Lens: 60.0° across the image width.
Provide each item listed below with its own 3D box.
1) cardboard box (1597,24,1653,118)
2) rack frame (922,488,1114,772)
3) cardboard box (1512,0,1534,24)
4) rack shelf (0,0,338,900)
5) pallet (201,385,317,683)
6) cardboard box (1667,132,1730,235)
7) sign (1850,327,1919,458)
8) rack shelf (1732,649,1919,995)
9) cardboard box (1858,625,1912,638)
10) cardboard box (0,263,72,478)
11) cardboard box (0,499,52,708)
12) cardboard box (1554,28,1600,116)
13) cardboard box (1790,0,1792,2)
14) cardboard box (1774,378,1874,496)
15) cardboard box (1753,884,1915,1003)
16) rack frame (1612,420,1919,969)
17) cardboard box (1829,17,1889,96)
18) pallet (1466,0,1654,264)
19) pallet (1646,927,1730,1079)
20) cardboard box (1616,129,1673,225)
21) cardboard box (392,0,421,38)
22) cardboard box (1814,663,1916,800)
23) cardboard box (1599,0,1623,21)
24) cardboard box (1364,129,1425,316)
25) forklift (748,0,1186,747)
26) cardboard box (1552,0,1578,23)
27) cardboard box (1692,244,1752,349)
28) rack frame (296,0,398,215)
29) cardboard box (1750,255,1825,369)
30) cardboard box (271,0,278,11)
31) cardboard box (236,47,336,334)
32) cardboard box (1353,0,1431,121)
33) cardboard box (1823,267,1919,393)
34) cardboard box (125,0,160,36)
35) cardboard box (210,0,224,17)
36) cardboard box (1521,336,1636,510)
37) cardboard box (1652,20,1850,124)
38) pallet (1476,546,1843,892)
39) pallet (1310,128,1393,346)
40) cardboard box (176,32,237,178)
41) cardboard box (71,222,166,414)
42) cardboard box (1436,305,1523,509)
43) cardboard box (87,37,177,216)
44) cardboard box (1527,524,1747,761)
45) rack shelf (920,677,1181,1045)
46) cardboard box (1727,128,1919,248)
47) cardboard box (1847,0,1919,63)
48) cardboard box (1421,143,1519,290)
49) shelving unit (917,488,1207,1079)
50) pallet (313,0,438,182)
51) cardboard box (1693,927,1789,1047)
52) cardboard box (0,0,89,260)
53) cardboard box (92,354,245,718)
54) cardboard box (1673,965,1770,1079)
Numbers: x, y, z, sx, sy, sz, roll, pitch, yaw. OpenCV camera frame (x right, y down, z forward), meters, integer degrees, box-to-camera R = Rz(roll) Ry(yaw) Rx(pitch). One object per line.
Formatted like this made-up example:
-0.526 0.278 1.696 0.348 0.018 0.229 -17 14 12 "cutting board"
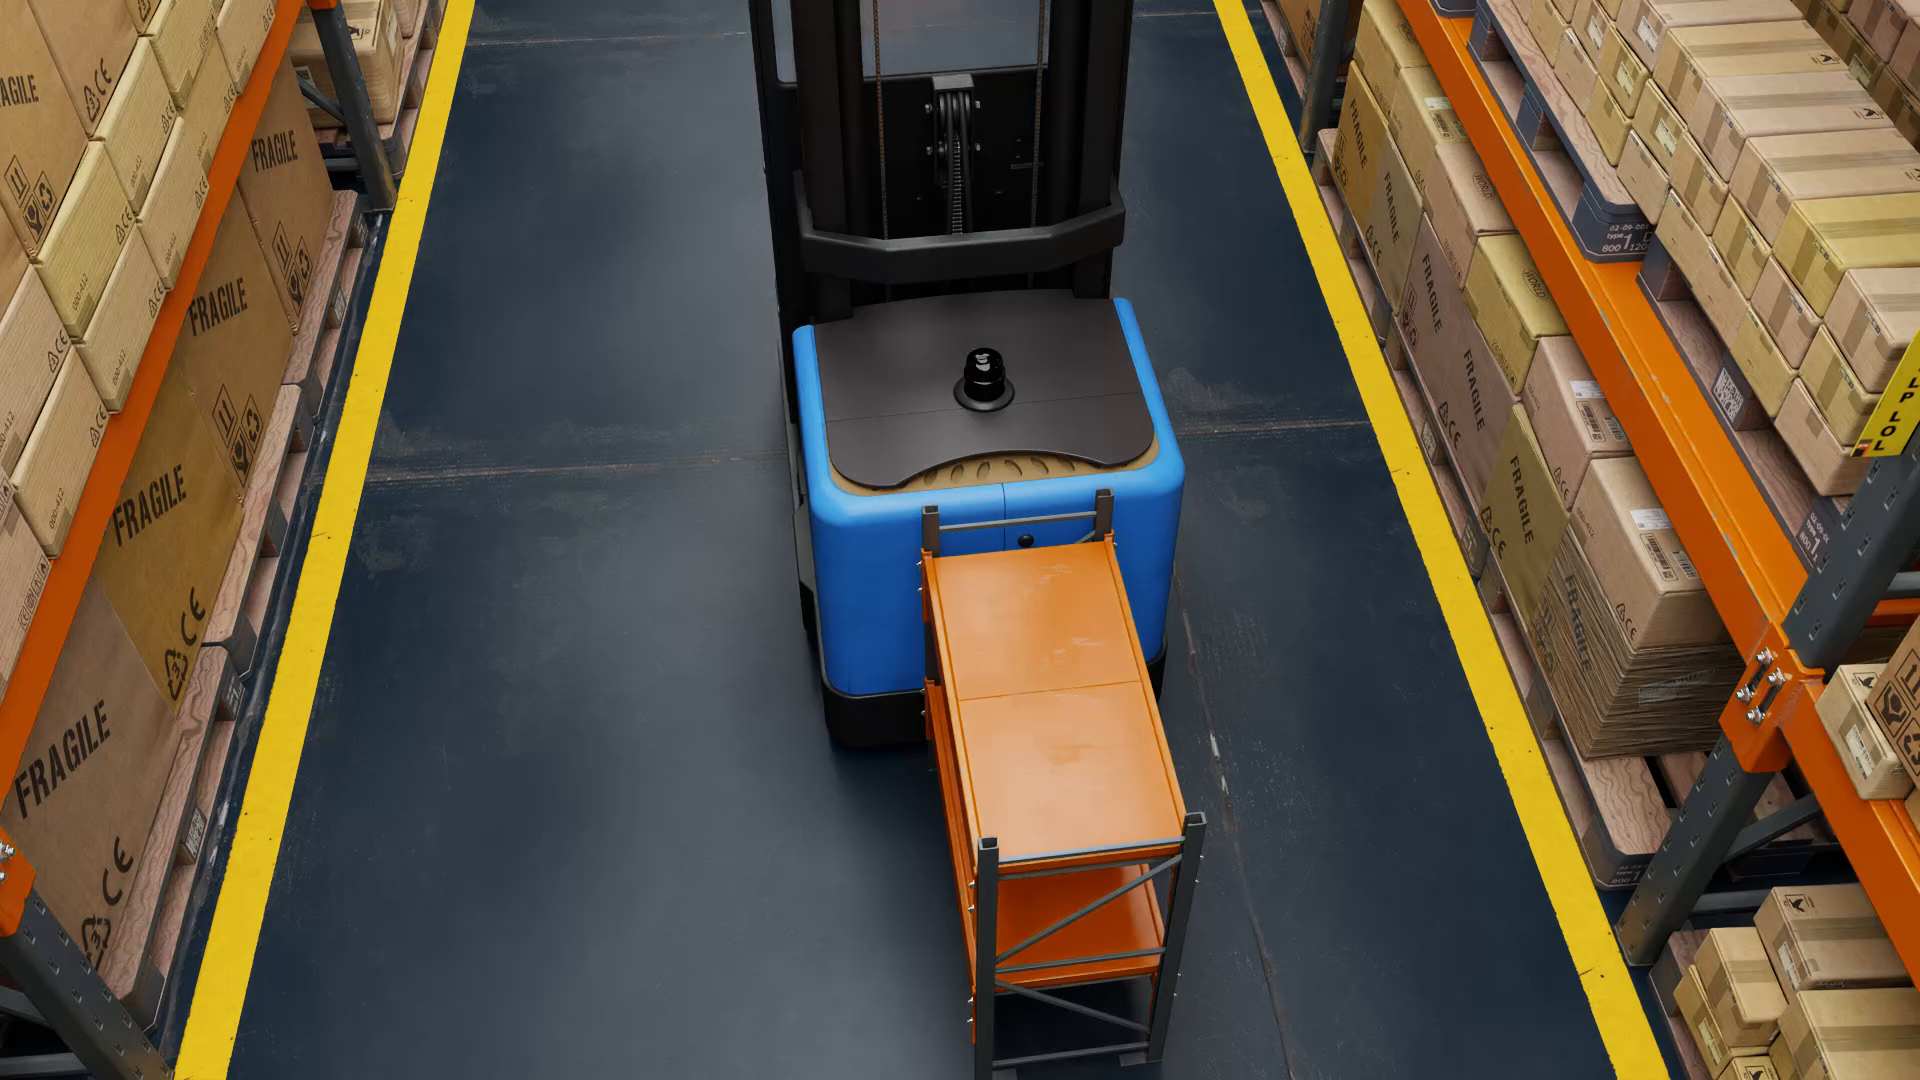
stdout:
2.006 -1.306 4.600 0.380 0.149 0.250 -3 47 -3 "cardboard box"
0.150 0.285 4.705 0.500 1.125 0.032 -6 47 -5 "rack frame"
1.946 -1.755 5.230 0.380 0.149 0.250 -2 47 -2 "cardboard box"
-2.741 -0.742 4.882 1.077 0.370 4.000 -3 47 -3 "rack shelf"
-2.819 -0.022 5.625 1.003 0.211 1.213 -3 47 -3 "pallet"
2.052 -0.920 4.234 0.380 0.149 0.250 -5 47 -5 "cardboard box"
1.797 -0.278 3.150 0.100 0.325 0.005 -3 47 -3 "sign"
2.518 1.778 2.495 1.077 0.370 4.000 -3 47 -3 "rack shelf"
2.552 -0.009 4.609 0.500 0.250 0.500 -5 47 -5 "cardboard box"
-2.402 -0.373 3.797 0.500 0.250 0.500 -3 47 -3 "cardboard box"
-2.348 0.175 3.621 0.500 0.250 0.500 -4 47 -4 "cardboard box"
1.985 -1.385 4.879 0.380 0.149 0.250 -5 47 -5 "cardboard box"
2.621 -1.707 4.980 0.380 0.149 0.250 -2 47 -2 "cardboard box"
2.120 -0.249 3.804 0.380 0.149 0.250 -4 47 -4 "cardboard box"
2.173 0.977 4.023 0.380 0.149 0.250 -2 47 -2 "cardboard box"
2.350 0.084 3.604 1.000 3.000 0.127 -3 47 -3 "rack frame"
2.661 -1.338 4.630 0.380 0.149 0.250 -4 47 -4 "cardboard box"
2.222 -1.314 5.061 1.003 0.211 1.213 -3 47 -3 "pallet"
2.442 1.527 4.159 1.003 0.211 1.213 -3 47 -3 "pallet"
2.029 -1.000 4.515 0.380 0.149 0.250 -5 47 -5 "cardboard box"
-3.016 -2.620 7.686 0.950 0.372 0.625 -4 47 -4 "cardboard box"
2.048 0.395 3.483 0.380 0.149 0.250 -2 47 -2 "cardboard box"
1.990 -1.595 4.669 0.380 0.149 0.250 -4 47 -4 "cardboard box"
1.866 -1.204 6.257 0.500 0.500 0.500 -3 47 -3 "cardboard box"
-0.086 -1.460 5.114 1.130 2.935 3.031 -6 47 -5 "forklift"
1.965 -1.677 4.951 0.380 0.149 0.250 -4 47 -4 "cardboard box"
2.078 -0.618 4.153 0.380 0.149 0.250 -4 47 -3 "cardboard box"
-2.909 -2.436 5.991 1.000 3.000 0.127 -3 47 -3 "rack frame"
2.097 -0.543 3.877 0.380 0.149 0.250 -3 47 -3 "cardboard box"
-2.608 -2.034 5.714 0.500 0.250 0.500 -5 47 -5 "cardboard box"
-2.934 -1.345 6.132 0.875 0.875 0.875 -4 47 -4 "cardboard box"
1.832 -1.839 6.342 0.500 0.250 0.500 -5 47 -5 "cardboard box"
2.122 -0.457 3.591 0.380 0.149 0.250 -2 47 -1 "cardboard box"
-2.519 -1.726 4.561 0.500 0.500 0.500 -3 47 -3 "cardboard box"
-2.569 -1.851 5.196 0.500 0.250 0.500 -5 47 -4 "cardboard box"
2.006 -0.355 4.936 0.500 0.250 0.500 -1 47 -1 "cardboard box"
2.040 -1.207 4.301 0.380 0.149 0.250 -5 47 -5 "cardboard box"
2.284 0.480 5.150 1.003 0.211 1.213 -3 47 -3 "pallet"
2.079 -1.286 6.822 1.003 0.211 1.213 -3 47 -3 "pallet"
-2.523 -1.300 5.019 0.500 0.250 0.500 -4 47 -4 "cardboard box"
-2.420 -0.571 4.328 0.500 0.250 0.500 -4 47 -4 "cardboard box"
1.956 -0.464 5.555 0.500 0.500 0.500 -4 47 -4 "cardboard box"
-2.462 -1.106 4.490 0.500 0.250 0.500 -5 47 -4 "cardboard box"
2.037 0.279 4.852 0.500 0.500 0.500 -4 47 -4 "cardboard box"
0.219 0.819 4.536 0.538 0.278 1.000 -6 47 -5 "rack shelf"
2.079 -0.839 3.952 0.380 0.149 0.250 -5 47 -5 "cardboard box"
2.666 -1.427 4.509 0.380 0.149 0.250 -2 47 -2 "cardboard box"
1.903 -1.113 5.654 0.500 0.250 0.500 -3 47 -3 "cardboard box"
0.219 0.651 4.359 0.538 1.125 1.048 -6 47 -5 "shelving unit"
-2.973 -2.043 7.539 1.003 0.211 1.213 -3 47 -3 "pallet"
2.062 1.099 4.112 0.380 0.149 0.250 -2 47 -1 "cardboard box"
-2.434 -0.985 3.860 0.500 0.500 0.500 -5 47 -4 "cardboard box"
-2.789 -0.053 4.908 0.875 0.875 0.875 -2 47 -2 "cardboard box"
2.061 1.203 4.219 0.380 0.149 0.250 -5 47 -5 "cardboard box"
